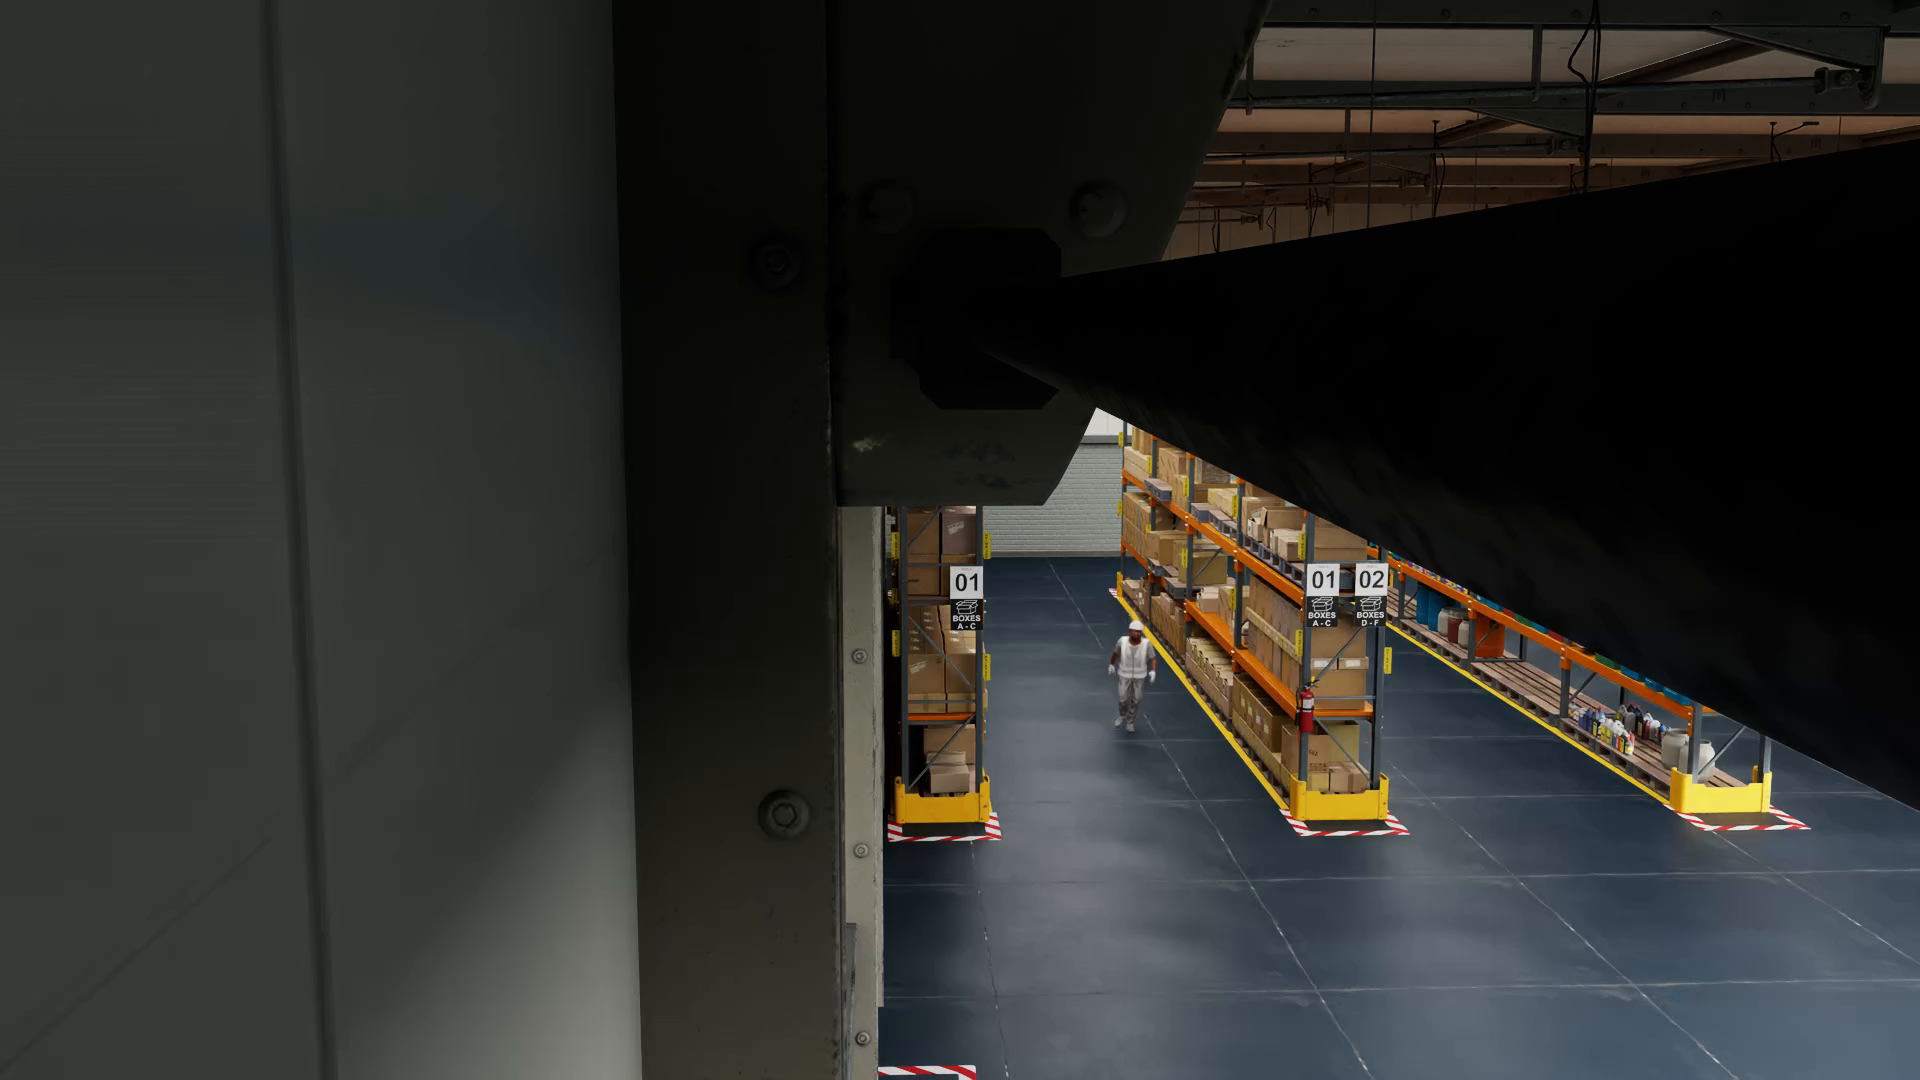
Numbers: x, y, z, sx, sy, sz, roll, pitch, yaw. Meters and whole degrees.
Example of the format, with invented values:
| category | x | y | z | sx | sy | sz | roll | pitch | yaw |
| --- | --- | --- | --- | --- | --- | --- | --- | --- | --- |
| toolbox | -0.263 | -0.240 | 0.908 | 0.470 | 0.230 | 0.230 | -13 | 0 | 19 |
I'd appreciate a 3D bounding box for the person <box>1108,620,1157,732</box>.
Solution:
| category | x | y | z | sx | sy | sz | roll | pitch | yaw |
| --- | --- | --- | --- | --- | --- | --- | --- | --- | --- |
| person | 2.555 | 2.025 | 24.557 | 0.690 | 1.731 | 0.801 | 0 | 8 | 1 |
